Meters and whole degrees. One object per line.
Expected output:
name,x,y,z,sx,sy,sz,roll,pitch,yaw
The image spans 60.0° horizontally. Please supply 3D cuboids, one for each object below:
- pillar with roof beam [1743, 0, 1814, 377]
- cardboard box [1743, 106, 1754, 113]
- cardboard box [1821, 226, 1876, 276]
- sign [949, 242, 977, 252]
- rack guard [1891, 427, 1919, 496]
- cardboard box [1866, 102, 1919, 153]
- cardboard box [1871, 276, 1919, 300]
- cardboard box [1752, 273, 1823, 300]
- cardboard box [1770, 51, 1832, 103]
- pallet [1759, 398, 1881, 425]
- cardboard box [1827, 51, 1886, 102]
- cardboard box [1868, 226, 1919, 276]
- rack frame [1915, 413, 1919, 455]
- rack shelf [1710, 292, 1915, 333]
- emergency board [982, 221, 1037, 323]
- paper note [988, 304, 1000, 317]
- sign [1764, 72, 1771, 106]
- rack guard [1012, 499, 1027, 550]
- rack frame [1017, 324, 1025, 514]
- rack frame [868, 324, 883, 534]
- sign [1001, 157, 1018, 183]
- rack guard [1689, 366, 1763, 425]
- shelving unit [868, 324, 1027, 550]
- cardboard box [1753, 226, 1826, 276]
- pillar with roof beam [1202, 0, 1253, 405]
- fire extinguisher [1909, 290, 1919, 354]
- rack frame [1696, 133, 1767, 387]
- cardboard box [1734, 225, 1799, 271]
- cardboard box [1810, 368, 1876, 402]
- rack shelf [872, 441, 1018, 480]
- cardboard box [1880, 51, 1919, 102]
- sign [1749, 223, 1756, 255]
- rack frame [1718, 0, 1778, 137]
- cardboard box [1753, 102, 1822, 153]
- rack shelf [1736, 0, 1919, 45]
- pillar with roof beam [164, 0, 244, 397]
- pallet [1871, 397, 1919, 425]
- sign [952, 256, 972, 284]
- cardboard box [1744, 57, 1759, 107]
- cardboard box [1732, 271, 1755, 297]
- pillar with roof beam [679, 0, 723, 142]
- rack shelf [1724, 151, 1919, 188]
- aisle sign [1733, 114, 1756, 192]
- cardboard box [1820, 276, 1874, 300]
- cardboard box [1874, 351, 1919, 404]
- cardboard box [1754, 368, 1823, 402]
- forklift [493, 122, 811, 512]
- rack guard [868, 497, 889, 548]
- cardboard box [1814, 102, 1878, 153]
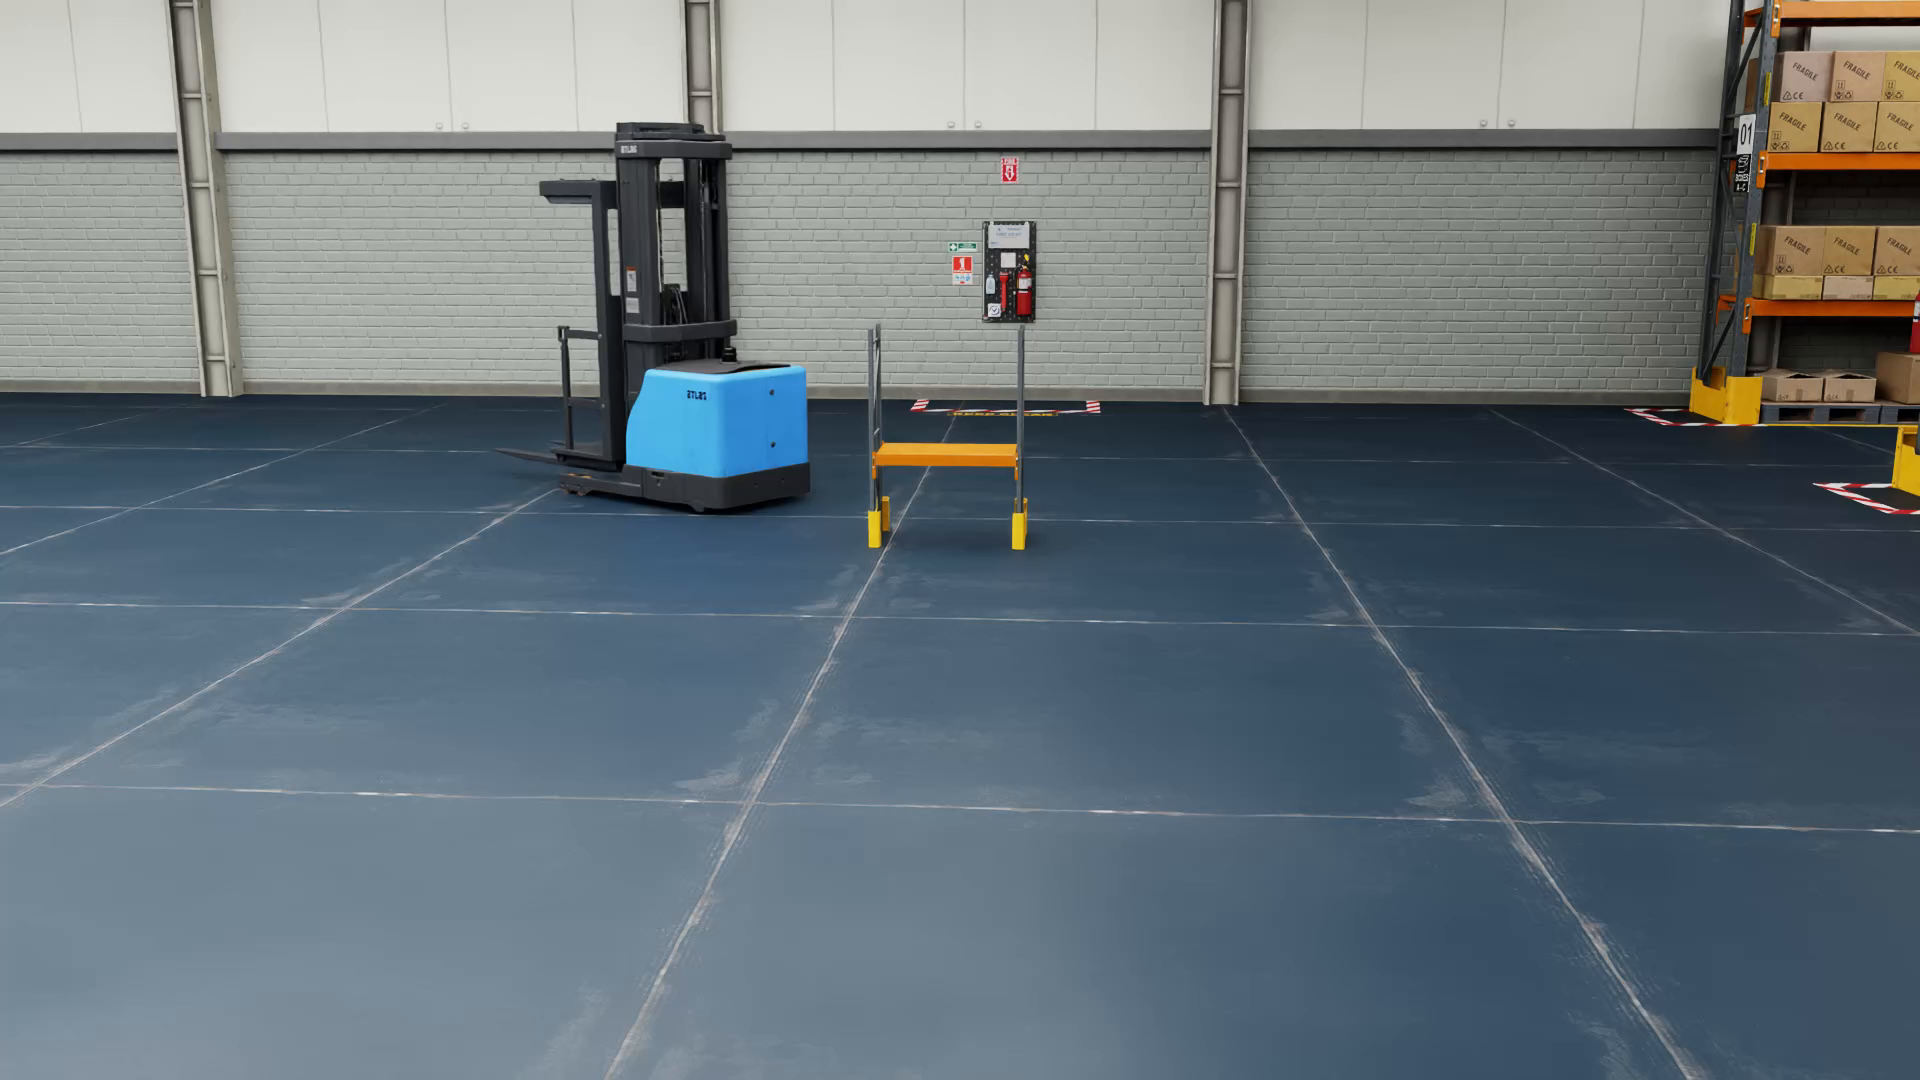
pillar with roof beam,8.735,-5.036,13.866,0.400,9.000,9.100,1,12,4
cardboard box,8.700,-4.385,17.786,0.500,0.500,0.500,2,12,8
cardboard box,9.216,-3.039,17.455,0.500,0.500,0.500,1,12,4
sign,0.032,-3.407,19.346,0.331,0.109,0.001,1,12,4
rack guard,7.916,-0.577,13.305,0.348,0.500,1.175,1,12,4
cardboard box,9.636,-4.262,17.200,0.500,0.500,0.500,1,12,6
cardboard box,9.759,-2.665,17.498,0.500,0.250,0.500,1,12,3
cardboard box,8.732,-2.677,17.557,0.500,0.250,0.500,0,12,2
cardboard box,8.635,-4.774,17.201,0.500,0.500,0.500,0,12,0
pallet,9.151,-1.428,18.078,1.213,0.211,1.003,1,12,4
cardboard box,9.132,-4.756,17.119,0.500,0.500,0.500,1,12,3
cardboard box,9.731,-3.030,17.415,0.500,0.500,0.500,0,12,2
rack frame,7.939,-1.800,13.047,0.127,3.000,1.000,1,12,4
rack shelf,10.262,-2.433,17.828,4.000,0.370,1.077,1,12,4
emergency board,0.573,-3.103,19.276,0.643,1.169,0.194,1,12,4
paper note,0.401,-2.688,19.445,0.142,0.148,0.016,1,12,4
sign,8.231,-4.597,16.959,0.005,0.325,0.100,1,12,4
rack guard,0.421,-0.117,11.715,0.087,0.250,0.587,1,12,4
rack frame,0.422,-0.728,11.587,0.032,1.500,0.500,1,12,4
rack frame,-0.592,-0.742,11.653,0.032,1.500,0.500,1,12,4
sign,0.572,-4.258,19.136,0.199,0.298,0.001,1,12,4
rack guard,8.343,-1.588,18.136,0.348,0.500,1.175,1,12,4
shelving unit,-0.076,-0.735,11.619,1.083,1.500,0.587,1,12,4
cardboard box,8.723,-3.048,17.497,0.500,0.500,0.500,1,12,4
pillar with roof beam,2.749,-5.118,14.258,0.400,9.000,9.100,1,12,4
fire extinguisher,7.853,-1.859,13.517,0.183,0.674,0.296,1,12,4
rack frame,8.267,-2.812,17.886,0.127,3.000,1.000,1,12,4
cardboard box,8.751,-3.153,17.999,0.500,0.500,0.500,1,12,3
cardboard box,9.520,-1.676,17.945,0.500,0.311,0.500,2,12,8
rack shelf,-0.085,-0.559,11.657,1.000,0.185,0.538,1,12,4
cardboard box,9.644,-4.752,17.097,0.500,0.500,0.500,1,12,5
sign,8.231,-3.125,17.267,0.005,0.325,0.100,1,12,4
rack frame,8.267,-5.749,17.271,0.127,3.000,1.000,1,12,4
cardboard box,8.584,-4.283,17.300,0.500,0.500,0.500,1,12,5
rack shelf,10.262,-5.367,17.214,4.000,0.370,1.077,1,12,4
pillar with roof beam,-9.224,-5.283,15.043,0.400,9.000,9.100,1,12,4
pallet,10.365,-1.411,17.996,1.213,0.211,1.003,1,12,4
sign,0.028,-3.149,19.409,0.234,0.329,0.001,1,12,4
cardboard box,8.714,-4.876,17.691,0.500,0.500,0.500,1,12,6
cardboard box,8.746,-2.782,18.058,0.500,0.250,0.500,1,12,5
pillar with roof beam,-3.238,-5.200,14.651,0.400,9.000,9.100,1,12,4
rack shelf,10.262,-3.901,17.521,4.000,0.370,1.077,1,12,4
aisle sign,8.175,-4.024,17.331,0.004,0.787,0.394,1,12,4
cardboard box,9.252,-2.673,17.537,0.500,0.250,0.500,0,12,2
cardboard box,10.249,-1.748,17.829,0.500,0.500,0.700,0,12,0
cardboard box,8.951,-1.684,17.983,0.500,0.311,0.500,-1,12,-3
forklift,-2.664,-1.866,13.531,3.031,2.935,1.130,9,15,37
rack guard,-0.573,-0.130,11.780,0.087,0.250,0.587,1,12,4
cardboard box,9.117,-4.269,17.230,0.500,0.500,0.500,2,12,8
